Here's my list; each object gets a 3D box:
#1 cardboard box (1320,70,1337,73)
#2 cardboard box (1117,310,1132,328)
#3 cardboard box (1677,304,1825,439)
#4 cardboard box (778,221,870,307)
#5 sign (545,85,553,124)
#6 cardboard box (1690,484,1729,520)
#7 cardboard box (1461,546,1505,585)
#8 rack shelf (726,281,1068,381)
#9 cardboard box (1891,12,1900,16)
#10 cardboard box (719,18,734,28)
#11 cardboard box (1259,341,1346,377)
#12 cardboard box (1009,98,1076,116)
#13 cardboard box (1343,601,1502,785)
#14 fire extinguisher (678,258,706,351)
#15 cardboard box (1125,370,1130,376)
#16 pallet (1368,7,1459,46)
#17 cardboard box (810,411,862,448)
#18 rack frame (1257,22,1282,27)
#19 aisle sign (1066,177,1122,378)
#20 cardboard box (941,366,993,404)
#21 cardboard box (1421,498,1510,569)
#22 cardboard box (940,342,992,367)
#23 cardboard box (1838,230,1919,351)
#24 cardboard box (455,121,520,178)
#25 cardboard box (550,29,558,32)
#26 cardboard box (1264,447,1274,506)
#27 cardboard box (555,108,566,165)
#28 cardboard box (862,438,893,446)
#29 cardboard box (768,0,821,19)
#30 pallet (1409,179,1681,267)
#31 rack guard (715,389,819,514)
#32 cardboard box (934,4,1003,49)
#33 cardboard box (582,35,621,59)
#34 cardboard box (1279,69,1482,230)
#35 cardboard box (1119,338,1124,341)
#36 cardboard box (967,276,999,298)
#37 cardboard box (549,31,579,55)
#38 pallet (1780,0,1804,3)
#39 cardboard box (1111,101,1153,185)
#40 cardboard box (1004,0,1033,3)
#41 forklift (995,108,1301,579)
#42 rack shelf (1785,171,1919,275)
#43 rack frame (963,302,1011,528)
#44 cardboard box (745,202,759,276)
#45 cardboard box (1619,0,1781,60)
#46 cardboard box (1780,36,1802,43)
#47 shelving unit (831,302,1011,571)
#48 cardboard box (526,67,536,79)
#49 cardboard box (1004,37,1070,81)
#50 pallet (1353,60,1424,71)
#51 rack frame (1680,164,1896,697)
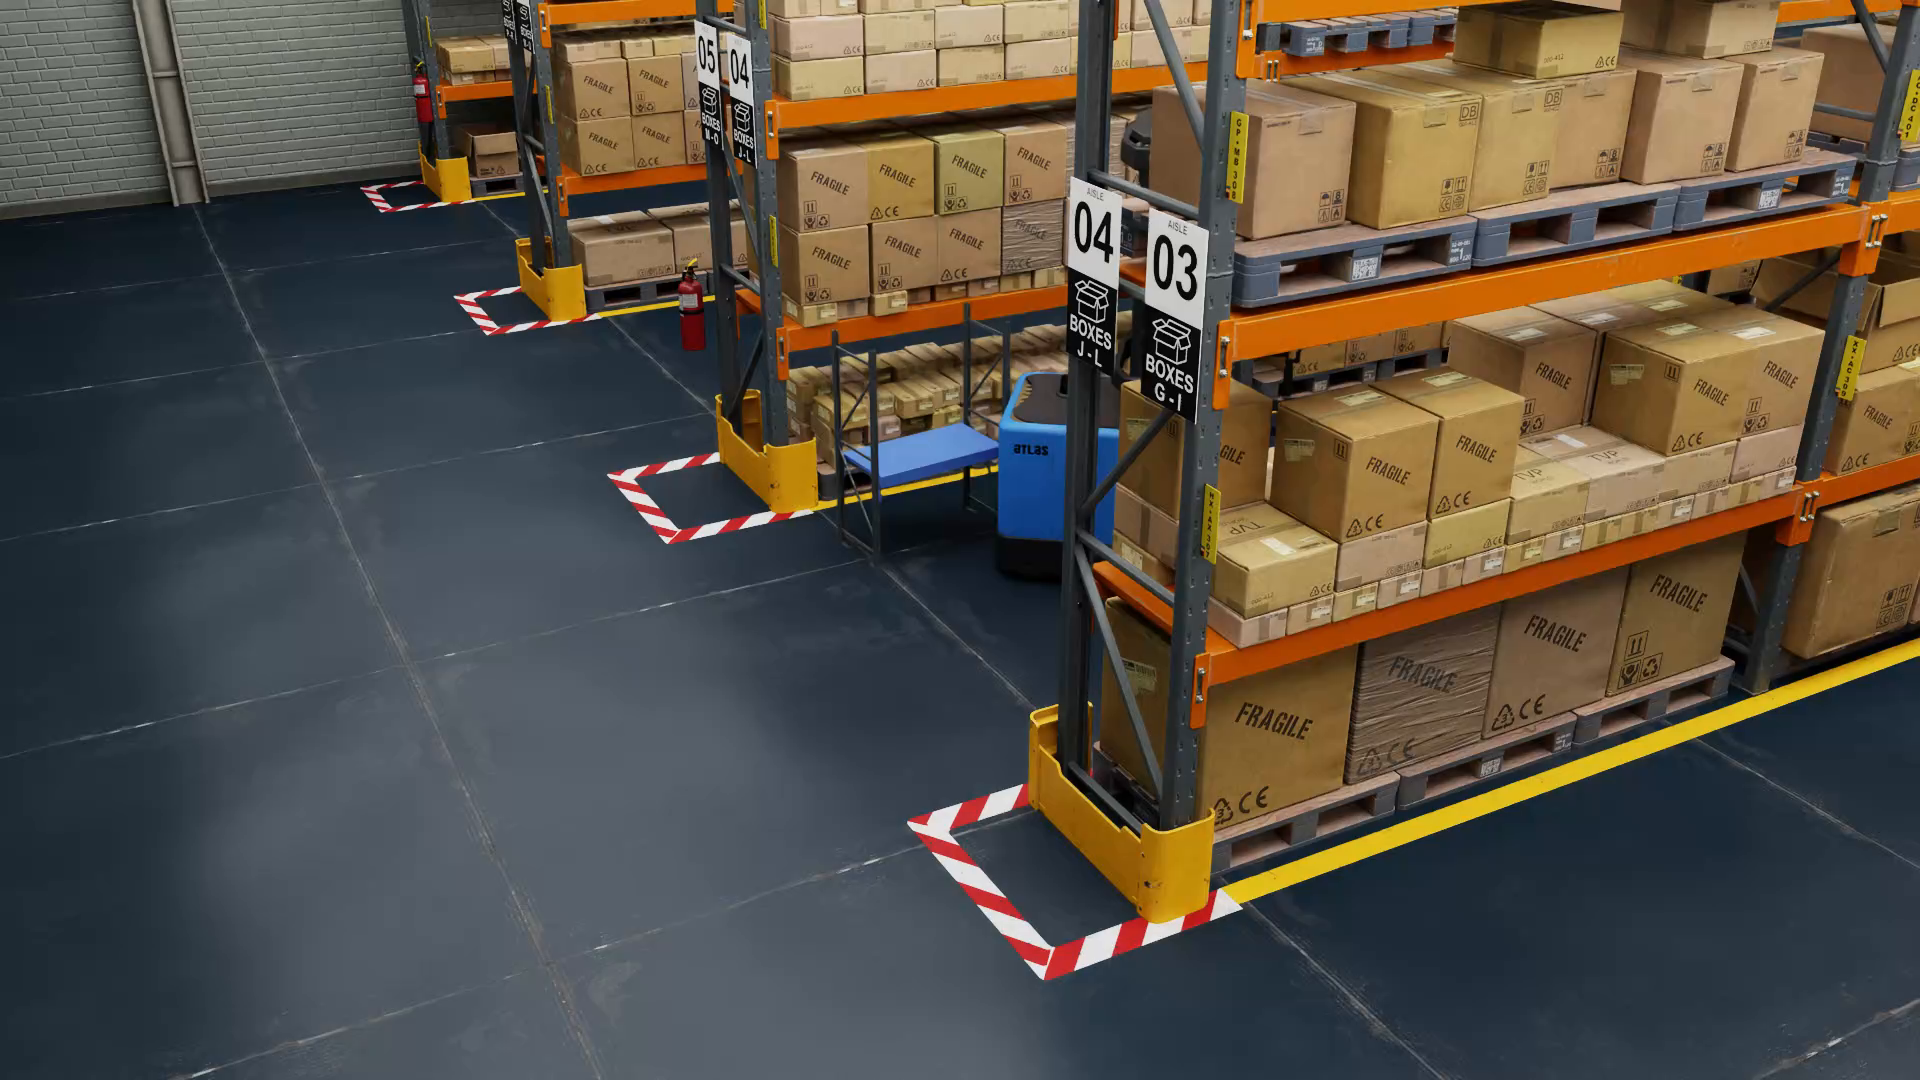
[{"bbox_3d":[4.071,-5.420,18.877,0.250,0.149,0.380,-15,29,-28],"label":"cardboard box"},{"bbox_3d":[1.385,-1.729,13.506,0.250,0.149,0.380,-12,28,-23],"label":"cardboard box"},{"bbox_3d":[4.022,-0.875,8.570,0.500,0.500,0.500,-12,28,-24],"label":"cardboard box"},{"bbox_3d":[-0.946,-1.931,11.348,0.500,0.500,0.500,-12,28,-23],"label":"cardboard box"},{"bbox_3d":[-3.635,-3.849,14.709,0.005,0.325,0.100,-13,29,-25],"label":"sign"},{"bbox_3d":[3.733,-0.261,8.618,0.250,0.149,0.380,-14,29,-26],"label":"cardboard box"},{"bbox_3d":[2.374,0.053,7.965,0.250,0.149,0.380,-13,29,-26],"label":"cardboard box"},{"bbox_3d":[0.292,-1.849,12.467,4.000,0.370,1.077,-13,29,-25],"label":"rack shelf"},{"bbox_3d":[9.888,-4.983,16.742,0.550,0.550,0.875,-13,29,-25],"label":"cardboard box"},{"bbox_3d":[-2.328,-4.901,15.972,0.250,0.149,0.380,-12,28,-23],"label":"cardboard box"},{"bbox_3d":[2.834,-1.693,13.712,0.500,0.500,0.500,-12,28,-23],"label":"cardboard box"},{"bbox_3d":[0.635,-3.010,12.439,0.500,0.500,0.500,-12,28,-24],"label":"cardboard box"},{"bbox_3d":[2.103,0.571,8.565,0.875,0.875,0.875,-13,29,-25],"label":"cardboard box"},{"bbox_3d":[-1.912,-1.688,11.821,0.183,0.674,0.296,-13,29,-25],"label":"fire extinguisher"},{"bbox_3d":[1.200,-1.299,12.954,0.250,0.149,0.380,-13,28,-25],"label":"cardboard box"},{"bbox_3d":[3.566,-4.146,13.171,1.003,0.211,1.213,-13,29,-25],"label":"pallet"},{"bbox_3d":[-0.889,-0.813,11.943,0.250,0.149,0.380,-12,28,-23],"label":"cardboard box"},{"bbox_3d":[2.057,-5.285,11.861,0.127,3.000,1.000,-13,29,-25],"label":"rack frame"},{"bbox_3d":[0.568,-1.123,7.120,0.004,0.787,0.394,-13,29,-25],"label":"aisle sign"},{"bbox_3d":[0.048,-1.155,12.311,0.250,0.149,0.380,-12,28,-23],"label":"cardboard box"},{"bbox_3d":[2.224,-0.122,7.868,0.500,0.250,0.500,-14,29,-27],"label":"cardboard box"},{"bbox_3d":[0.047,-1.390,12.800,0.250,0.149,0.380,-14,29,-27],"label":"cardboard box"},{"bbox_3d":[5.473,-1.432,9.492,0.637,0.503,0.797,-13,28,-25],"label":"cardboard box"},{"bbox_3d":[-5.645,-4.683,19.938,0.637,0.503,0.797,-14,29,-27],"label":"cardboard box"},{"bbox_3d":[-5.054,-5.996,20.103,0.500,0.250,0.500,-12,28,-23],"label":"cardboard box"},{"bbox_3d":[1.523,-0.221,8.074,0.500,0.250,0.500,-14,29,-26],"label":"cardboard box"},{"bbox_3d":[-3.590,-3.880,15.751,0.500,0.500,0.500,-13,28,-25],"label":"cardboard box"},{"bbox_3d":[-0.667,-0.739,12.133,0.250,0.149,0.380,-13,29,-25],"label":"cardboard box"},{"bbox_3d":[-1.079,-3.435,10.608,0.250,0.149,0.380,-13,29,-26],"label":"cardboard box"},{"bbox_3d":[2.500,-1.569,7.689,1.213,0.211,1.003,-13,29,-25],"label":"pallet"},{"bbox_3d":[-1.405,-0.655,12.036,0.348,0.500,1.175,-13,29,-25],"label":"rack guard"},{"bbox_3d":[-0.051,-3.471,11.145,0.500,0.250,0.500,-13,28,-24],"label":"cardboard box"},{"bbox_3d":[-3.249,-4.471,15.077,0.250,0.149,0.380,-12,28,-24],"label":"cardboard box"},{"bbox_3d":[1.759,-1.678,7.097,0.500,0.500,0.700,-14,29,-27],"label":"cardboard box"},{"bbox_3d":[1.443,-1.461,12.948,0.250,0.149,0.380,-13,29,-26],"label":"cardboard box"},{"bbox_3d":[0.082,-1.886,12.003,0.250,0.149,0.380,-14,29,-26],"label":"cardboard box"},{"bbox_3d":[-3.668,-4.574,15.291,0.250,0.149,0.380,-13,28,-24],"label":"cardboard box"},{"bbox_3d":[7.115,-5.043,15.040,1.213,0.211,1.003,-12,28,-23],"label":"pallet"},{"bbox_3d":[1.316,-2.904,12.219,0.500,0.500,0.500,-14,29,-27],"label":"cardboard box"},{"bbox_3d":[0.305,-3.740,11.243,0.250,0.149,0.380,-12,28,-23],"label":"cardboard box"},{"bbox_3d":[1.794,-1.173,10.307,3.031,2.935,1.130,4,26,9],"label":"forklift"},{"bbox_3d":[6.067,-2.101,9.527,4.000,0.370,1.077,-13,29,-25],"label":"rack shelf"},{"bbox_3d":[0.175,-0.816,11.218,0.032,1.500,0.500,-16,30,-30],"label":"rack frame"},{"bbox_3d":[-1.197,-2.135,11.772,0.500,0.500,0.500,-12,28,-24],"label":"cardboard box"},{"bbox_3d":[3.469,-2.447,7.832,0.500,0.250,0.500,-15,29,-28],"label":"cardboard box"},{"bbox_3d":[8.228,-4.497,15.880,0.500,0.500,0.700,-14,29,-26],"label":"cardboard box"},{"bbox_3d":[-0.246,-0.693,10.961,1.048,1.500,0.538,-16,30,-30],"label":"shelving unit"},{"bbox_3d":[-5.141,-5.544,19.622,0.250,0.149,0.380,-12,28,-23],"label":"cardboard box"},{"bbox_3d":[0.420,-3.361,11.492,0.500,0.250,0.500,-13,29,-25],"label":"cardboard box"},{"bbox_3d":[4.896,-5.598,19.665,1.213,0.211,1.003,-13,29,-25],"label":"pallet"},{"bbox_3d":[4.302,-0.666,9.172,0.127,3.000,1.000,-13,29,-25],"label":"rack frame"}]
